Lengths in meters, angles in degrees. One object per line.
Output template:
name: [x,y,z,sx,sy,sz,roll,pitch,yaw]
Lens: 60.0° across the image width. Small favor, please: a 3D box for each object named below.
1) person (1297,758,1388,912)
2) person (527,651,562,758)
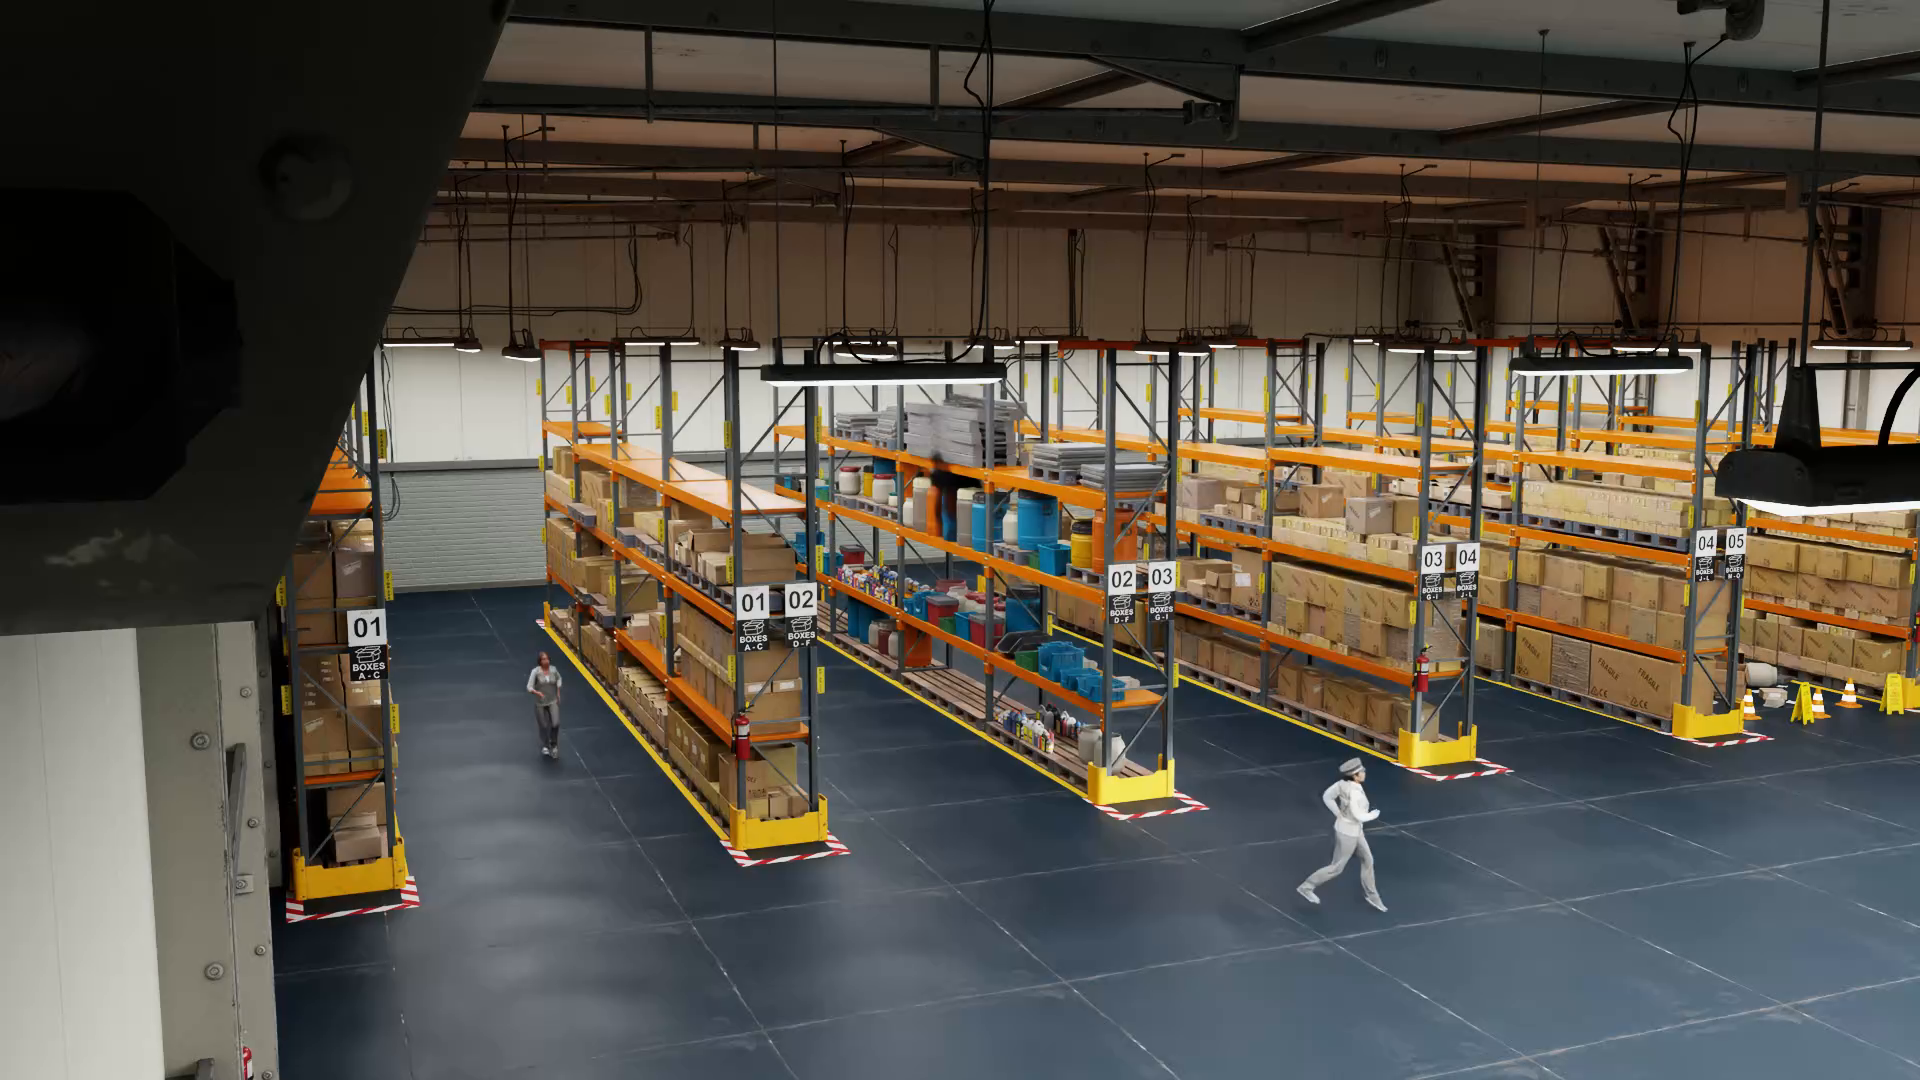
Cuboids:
person: [4.136,3.193,17.863,0.997,1.738,0.578,1,7,6]
person: [-6.026,2.403,24.208,0.538,1.585,0.639,-3,8,-23]
